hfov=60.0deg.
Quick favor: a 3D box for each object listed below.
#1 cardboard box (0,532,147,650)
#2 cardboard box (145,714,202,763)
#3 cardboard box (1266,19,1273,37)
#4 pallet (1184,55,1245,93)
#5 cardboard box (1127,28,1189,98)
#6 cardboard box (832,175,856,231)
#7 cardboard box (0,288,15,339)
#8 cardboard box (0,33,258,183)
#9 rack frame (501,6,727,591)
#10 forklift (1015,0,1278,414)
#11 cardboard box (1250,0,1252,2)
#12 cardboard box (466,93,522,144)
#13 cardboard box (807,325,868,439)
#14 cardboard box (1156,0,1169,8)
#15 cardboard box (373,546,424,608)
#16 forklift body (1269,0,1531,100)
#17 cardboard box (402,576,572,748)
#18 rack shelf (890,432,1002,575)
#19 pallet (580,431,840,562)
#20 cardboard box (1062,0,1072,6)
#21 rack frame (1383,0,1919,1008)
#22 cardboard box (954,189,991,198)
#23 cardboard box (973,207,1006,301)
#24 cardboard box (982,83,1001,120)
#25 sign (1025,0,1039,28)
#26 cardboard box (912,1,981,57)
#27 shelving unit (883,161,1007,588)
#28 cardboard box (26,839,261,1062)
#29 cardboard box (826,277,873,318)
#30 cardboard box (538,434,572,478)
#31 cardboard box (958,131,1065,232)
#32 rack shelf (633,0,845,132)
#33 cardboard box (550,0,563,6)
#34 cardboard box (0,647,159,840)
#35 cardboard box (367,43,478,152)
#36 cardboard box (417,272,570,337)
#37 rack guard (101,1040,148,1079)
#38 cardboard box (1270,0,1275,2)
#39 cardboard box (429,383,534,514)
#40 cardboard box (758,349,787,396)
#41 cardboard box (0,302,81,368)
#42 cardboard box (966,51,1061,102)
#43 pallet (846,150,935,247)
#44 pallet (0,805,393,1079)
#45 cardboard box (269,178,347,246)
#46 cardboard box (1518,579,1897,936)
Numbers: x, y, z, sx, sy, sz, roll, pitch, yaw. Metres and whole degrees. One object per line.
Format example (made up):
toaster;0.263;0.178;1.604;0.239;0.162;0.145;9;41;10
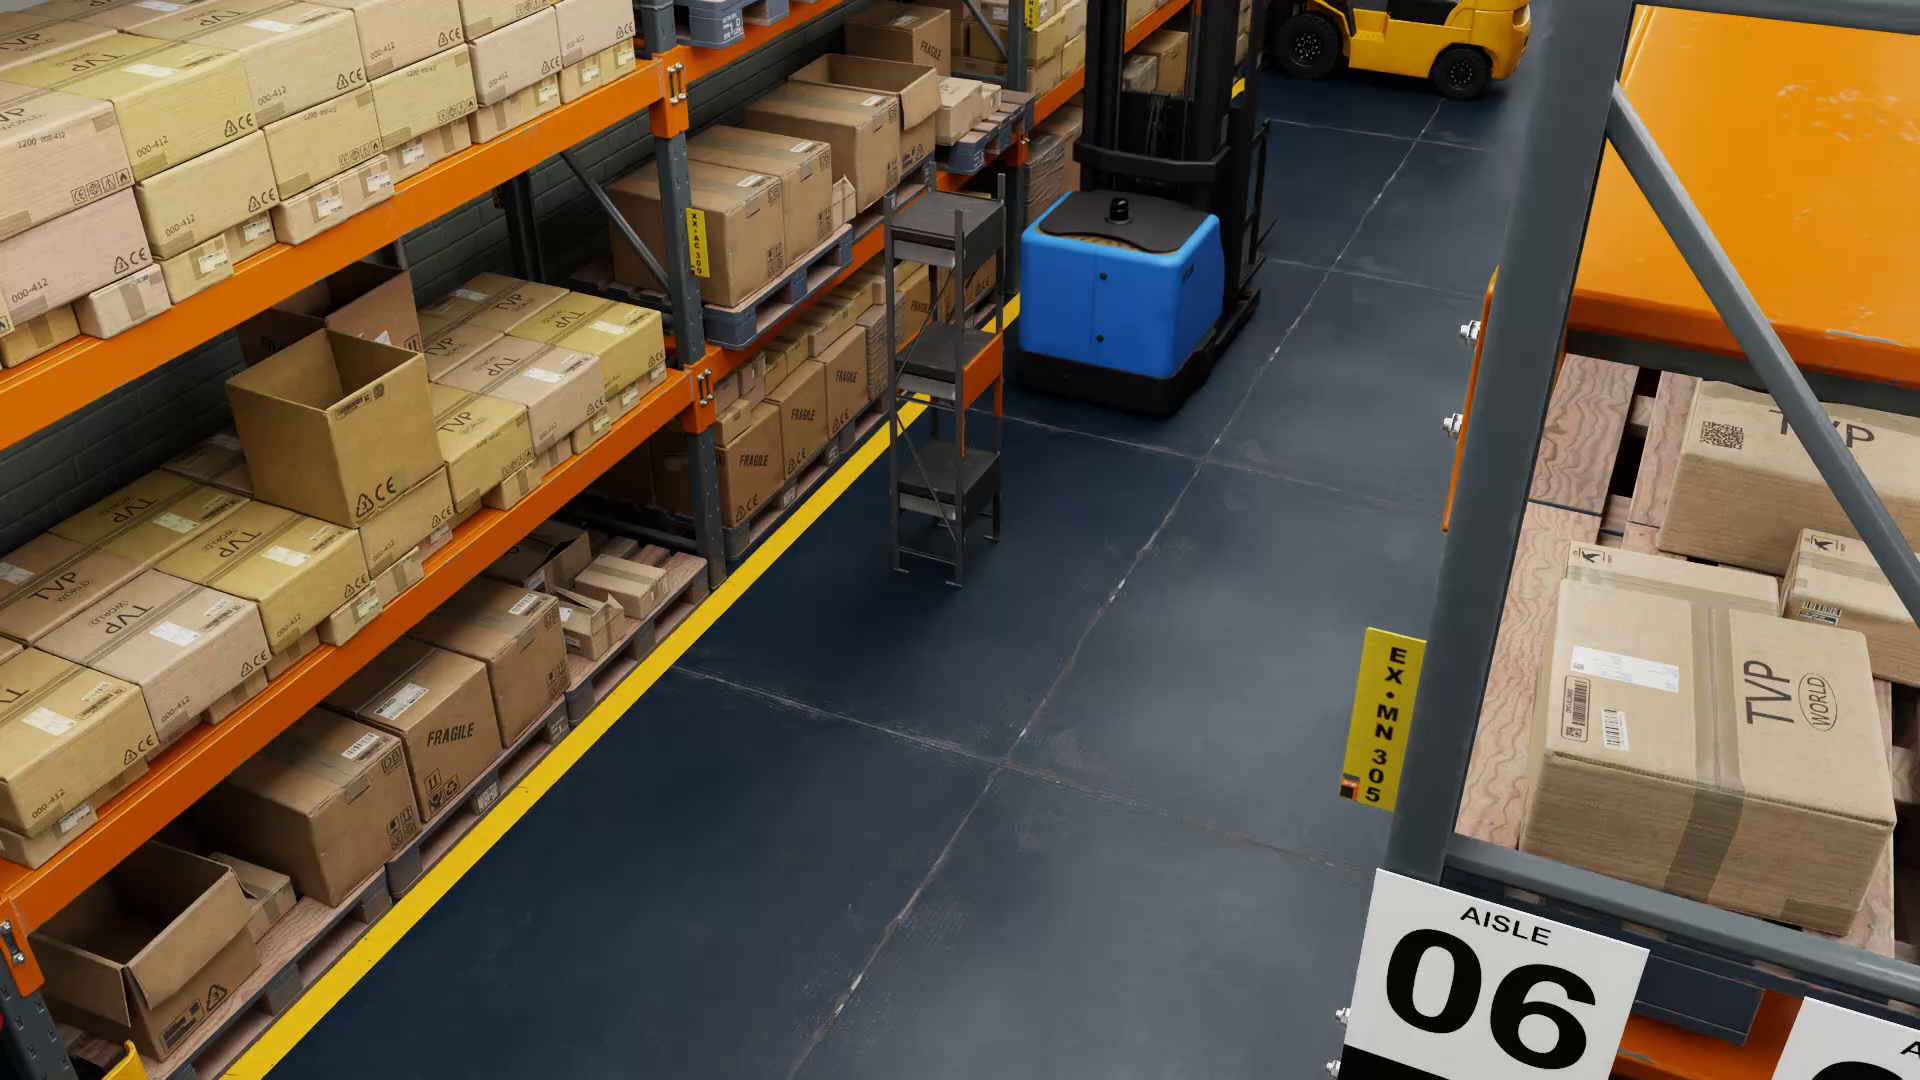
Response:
cardboard box;-3.217;0.253;5.863;0.500;0.250;0.500;14;36;21
cardboard box;-2.856;0.589;5.714;0.380;0.149;0.250;14;36;20
cardboard box;2.768;-5.071;16.241;0.500;0.250;0.500;15;36;22
pallet;2.006;-4.336;15.539;1.003;0.211;1.213;14;36;20
cardboard box;1.427;-4.036;14.321;0.875;0.625;0.625;16;36;23
cardboard box;-0.782;-1.855;8.951;0.396;0.266;0.258;16;36;23
cardboard box;-2.951;-0.614;4.449;0.500;0.250;0.500;14;36;20
cardboard box;-2.544;-1.330;5.085;0.500;0.250;0.500;14;36;20
rack frame;-1.712;-1.131;8.108;1.000;3.000;0.127;14;36;20
forklift;1.429;-2.793;10.705;1.130;2.935;3.031;14;36;21
cardboard box;2.544;-5.231;15.574;0.500;0.250;0.500;15;36;22
cardboard box;-1.926;-1.660;6.408;0.380;0.149;0.250;14;36;20
cardboard box;-0.878;-0.966;9.753;0.500;0.500;0.500;13;35;19
cardboard box;1.457;-4.490;13.368;0.500;0.250;0.500;14;36;20
cardboard box;-2.323;0.099;6.461;0.380;0.149;0.250;15;36;22
forklift body;4.173;-5.390;15.377;2.313;2.155;1.214;14;36;20
cardboard box;-2.216;0.514;7.496;0.700;0.500;0.500;13;35;19
rack shelf;-0.069;-0.199;8.808;0.431;0.518;0.480;14;36;20
pallet;-1.406;-0.379;9.504;1.003;0.211;1.213;14;36;20
cardboard box;0.558;-3.795;11.488;0.380;0.149;0.250;15;36;22
rack frame;1.125;-0.511;1.691;1.000;3.000;0.127;14;36;20
cardboard box;-0.015;-2.221;11.075;0.380;0.149;0.250;12;35;18
cardboard box;-0.020;-1.994;11.321;0.500;0.500;0.500;15;36;22
cardboard box;0.036;-2.779;10.467;0.380;0.149;0.250;15;36;21
sign;0.459;-3.455;10.668;0.100;0.325;0.005;14;36;20
cardboard box;-0.103;-3.557;11.489;0.500;0.250;0.500;15;36;22
shelving unit;-0.069;-0.796;8.417;0.431;2.100;0.503;14;36;20
cardboard box;-3.043;1.446;6.071;0.797;0.503;0.637;13;35;19
cardboard box;-0.744;-1.456;9.909;0.380;0.149;0.250;14;36;21
cardboard box;-1.926;-0.416;7.246;0.380;0.149;0.250;15;36;22
cardboard box;0.235;-2.614;12.152;0.875;0.625;0.625;15;36;22
rack shelf;-0.875;-3.081;9.002;1.077;0.370;4.000;14;36;20
cardboard box;-1.704;-2.350;6.641;0.500;0.250;0.500;14;36;21
cardboard box;-2.951;0.635;5.280;0.500;0.250;0.500;14;36;21
cardboard box;-2.119;-1.636;6.008;0.500;0.250;0.500;15;36;21
cardboard box;-2.164;-1.008;7.786;0.500;0.250;0.500;14;36;20
rack guard;-3.353;1.868;5.813;1.175;0.500;0.348;14;36;20
cardboard box;2.760;-5.271;16.090;0.500;0.250;0.500;14;36;20
cardboard box;-2.120;-0.385;6.836;0.500;0.250;0.500;14;36;20
cardboard box;-1.177;-0.937;9.117;0.380;0.149;0.250;12;35;18
cardboard box;-2.832;-0.654;4.875;0.380;0.149;0.250;14;36;21
cardboard box;0.370;-3.226;11.439;0.500;0.250;0.500;14;36;21
pallet;-0.847;-2.074;9.721;1.003;0.211;1.213;14;36;20
pallet;-3.021;1.592;6.499;1.003;0.211;1.213;14;36;20
cardboard box;-2.311;-1.135;5.608;0.380;0.149;0.250;14;36;21
cardboard box;1.231;0.344;2.786;0.500;0.250;0.500;11;35;16
